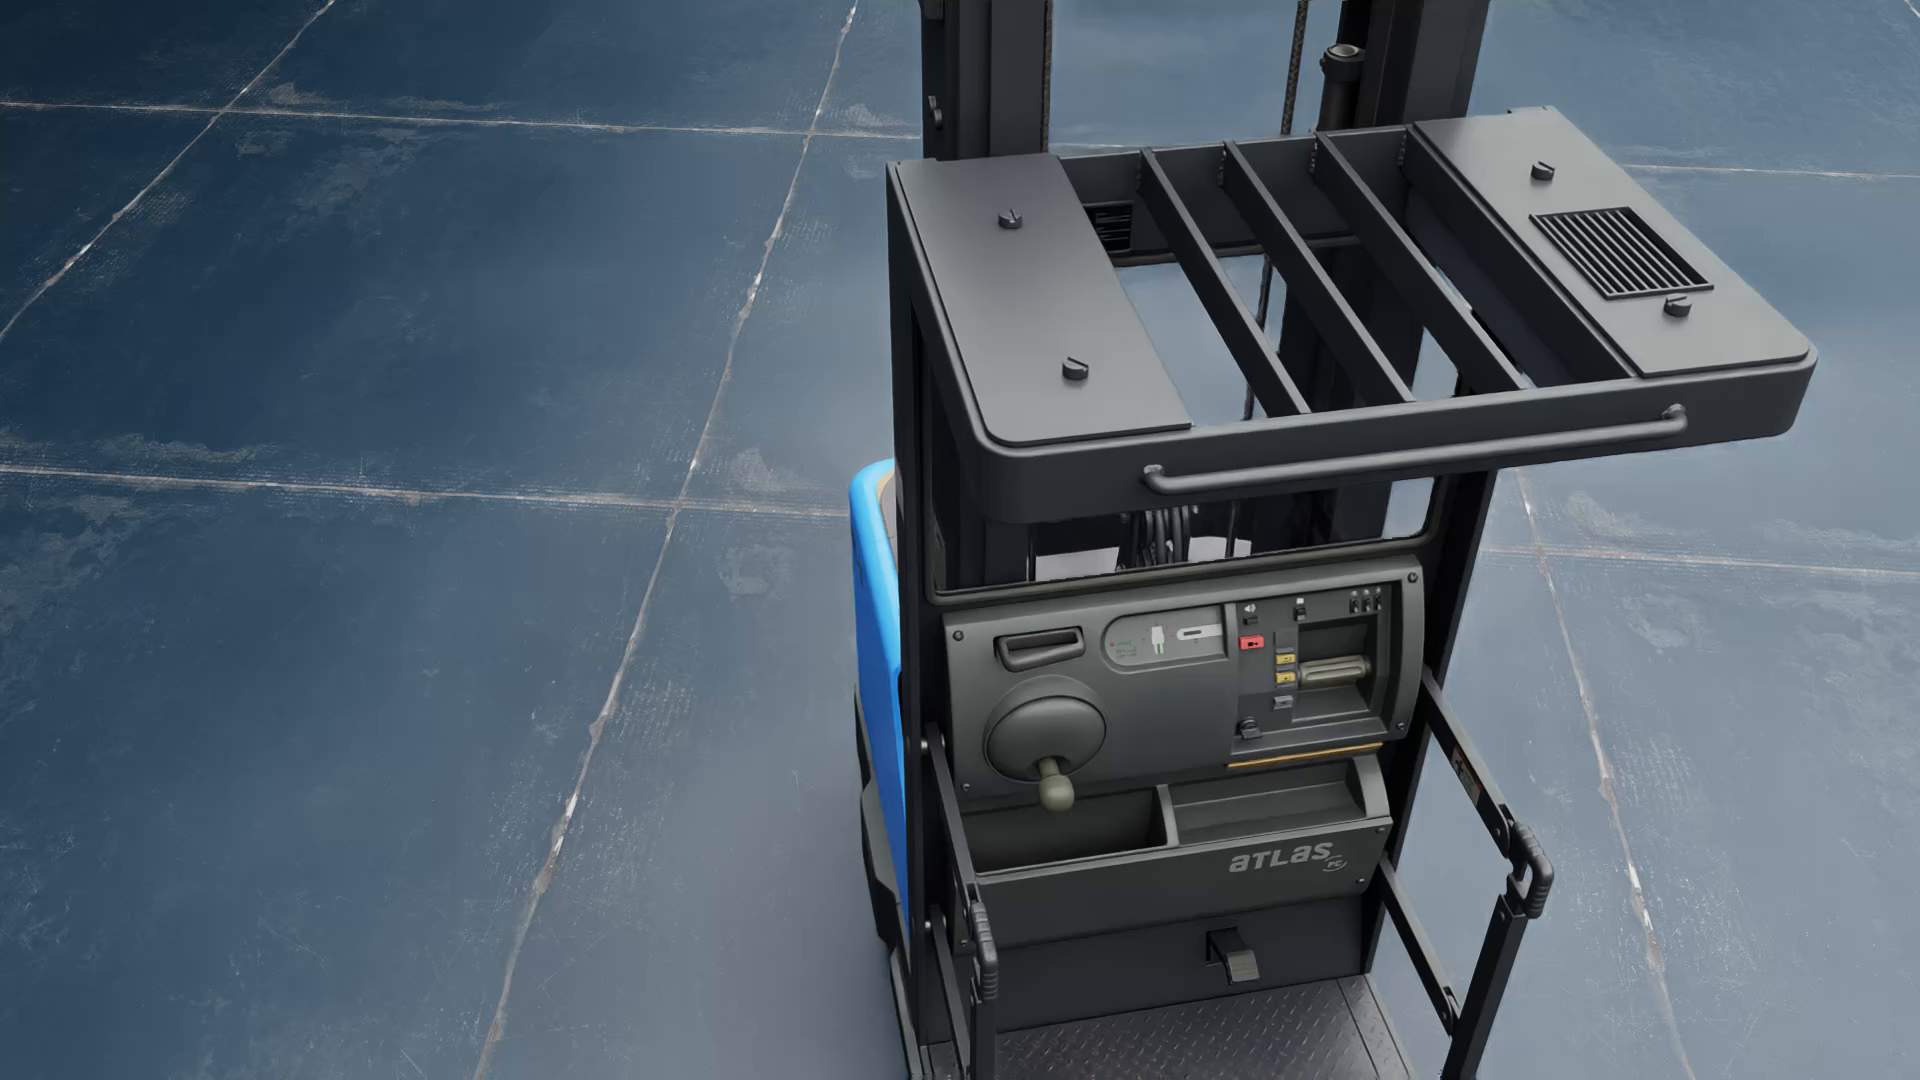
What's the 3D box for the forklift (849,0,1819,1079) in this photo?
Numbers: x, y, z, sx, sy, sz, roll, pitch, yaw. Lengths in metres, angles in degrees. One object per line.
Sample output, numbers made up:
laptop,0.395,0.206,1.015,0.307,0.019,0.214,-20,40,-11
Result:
forklift,0.476,0.352,2.996,1.130,2.935,3.031,-7,40,-8
